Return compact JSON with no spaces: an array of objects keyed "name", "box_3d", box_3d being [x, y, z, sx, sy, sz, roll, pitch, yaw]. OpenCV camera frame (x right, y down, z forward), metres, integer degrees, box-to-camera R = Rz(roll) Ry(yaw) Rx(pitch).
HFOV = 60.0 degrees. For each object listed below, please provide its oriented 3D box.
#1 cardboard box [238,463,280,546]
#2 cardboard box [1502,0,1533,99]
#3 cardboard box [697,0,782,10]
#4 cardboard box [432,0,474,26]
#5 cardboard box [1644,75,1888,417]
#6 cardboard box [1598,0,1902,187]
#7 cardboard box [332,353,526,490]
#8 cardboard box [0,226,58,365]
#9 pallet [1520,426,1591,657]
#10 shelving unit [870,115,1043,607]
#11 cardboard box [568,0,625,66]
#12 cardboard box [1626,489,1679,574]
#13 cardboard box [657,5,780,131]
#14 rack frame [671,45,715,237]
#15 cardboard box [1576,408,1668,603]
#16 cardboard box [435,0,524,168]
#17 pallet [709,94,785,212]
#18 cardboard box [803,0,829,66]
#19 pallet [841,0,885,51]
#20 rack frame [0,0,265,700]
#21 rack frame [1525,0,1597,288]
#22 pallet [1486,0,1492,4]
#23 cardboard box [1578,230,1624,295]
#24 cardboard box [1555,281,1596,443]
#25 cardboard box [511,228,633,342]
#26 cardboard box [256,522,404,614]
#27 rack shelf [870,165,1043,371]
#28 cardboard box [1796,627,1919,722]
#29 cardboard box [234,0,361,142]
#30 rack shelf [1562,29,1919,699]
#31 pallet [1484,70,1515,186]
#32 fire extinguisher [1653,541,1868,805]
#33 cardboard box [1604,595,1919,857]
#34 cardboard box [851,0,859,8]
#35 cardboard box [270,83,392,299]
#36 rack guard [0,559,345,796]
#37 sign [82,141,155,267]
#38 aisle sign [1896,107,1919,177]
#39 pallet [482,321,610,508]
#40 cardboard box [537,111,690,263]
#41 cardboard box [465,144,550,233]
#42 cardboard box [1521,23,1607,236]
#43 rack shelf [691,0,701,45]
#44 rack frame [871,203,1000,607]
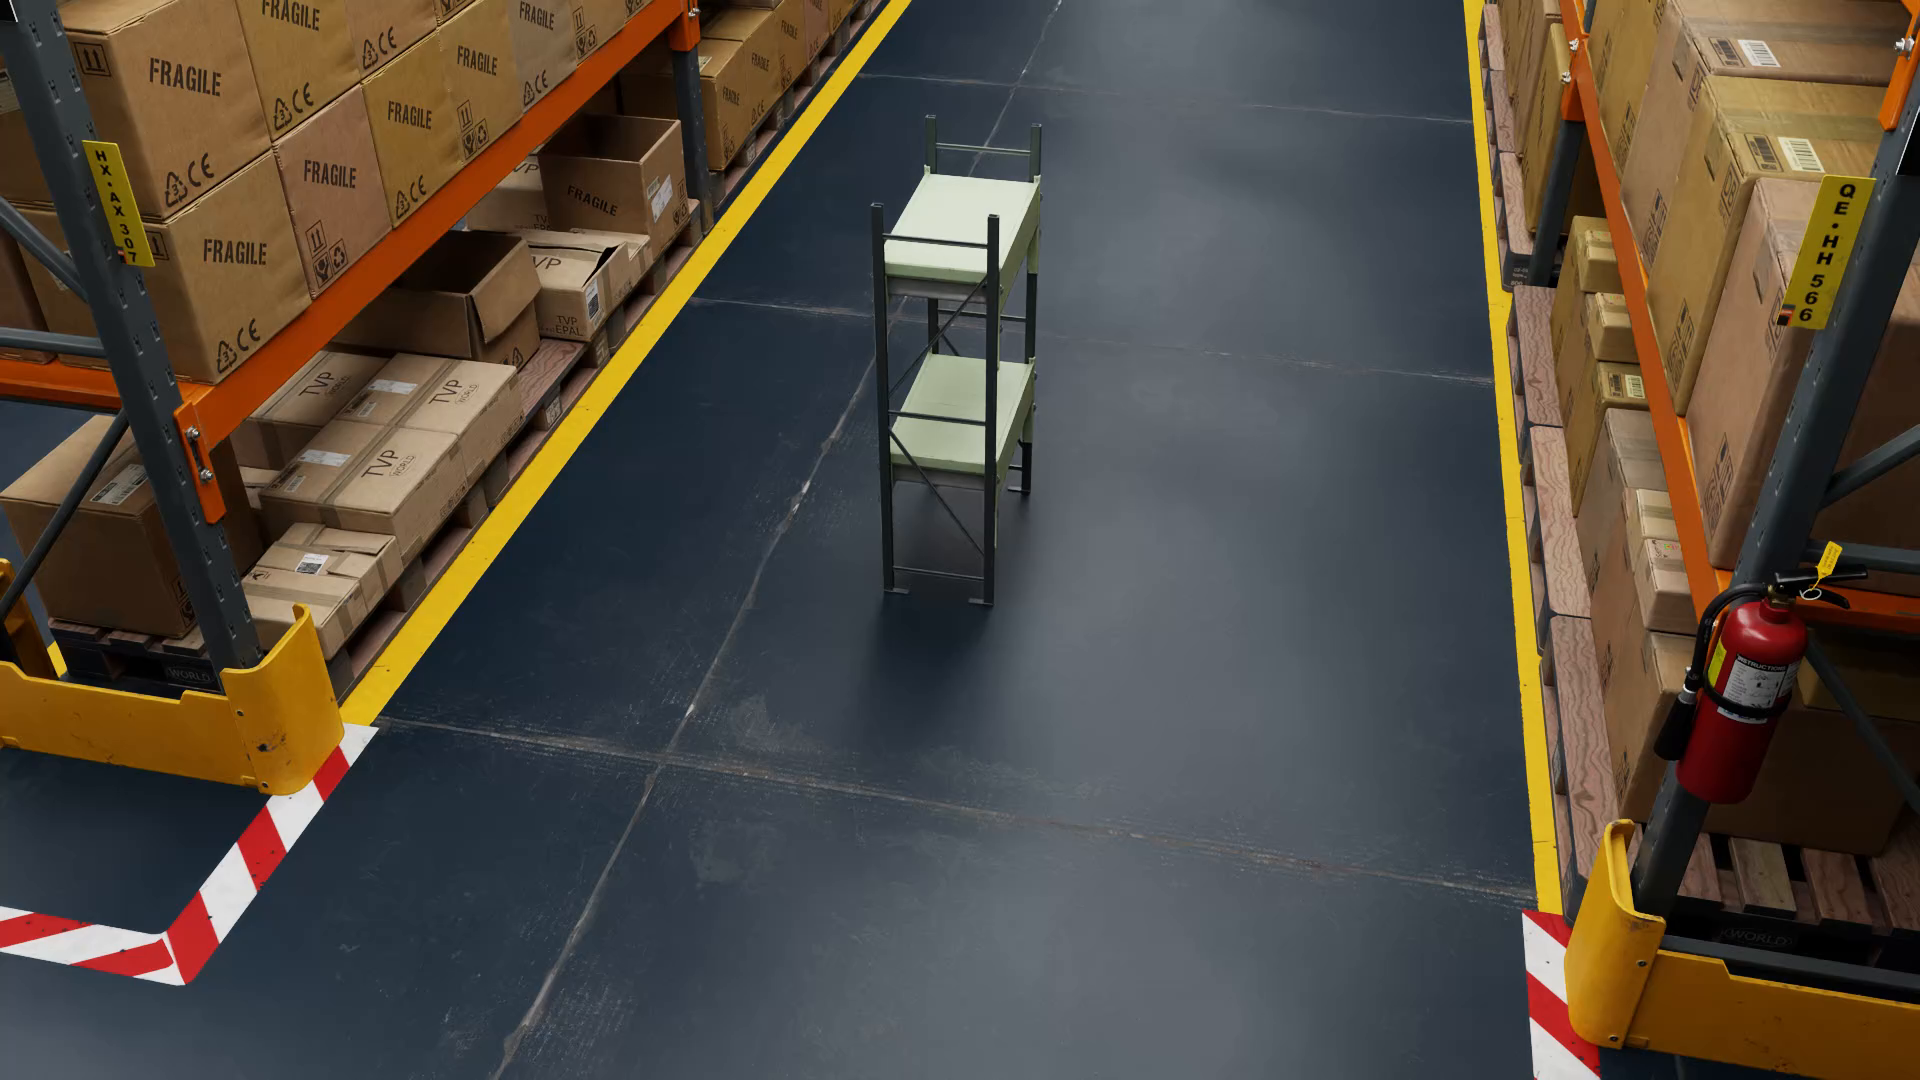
[{"name":"cardboard box","box_3d":[-2.553,-0.136,5.922,0.380,0.166,0.250,7,37,10]},{"name":"cardboard box","box_3d":[3.468,-2.903,9.173,0.750,0.750,0.750,7,37,10]},{"name":"cardboard box","box_3d":[-1.193,-3.125,9.122,0.500,0.250,0.500,7,37,10]},{"name":"cardboard box","box_3d":[-1.927,-2.087,5.636,0.500,0.500,0.500,7,37,10]},{"name":"cardboard box","box_3d":[2.481,-0.757,4.483,0.980,0.700,0.700,7,37,10]},{"name":"cardboard box","box_3d":[2.799,-1.611,5.661,0.980,0.700,0.700,6,36,9]},{"name":"cardboard box","box_3d":[-1.996,-0.456,6.292,0.500,0.250,0.500,7,37,10]},{"name":"cardboard box","box_3d":[-2.773,-0.873,4.814,0.500,0.500,0.500,8,37,11]},{"name":"pallet","box_3d":[2.594,0.040,6.014,1.003,0.211,1.213,7,37,10]},{"name":"shelving unit","box_3d":[0.001,-0.611,5.815,0.431,1.500,0.755,7,37,10]},{"name":"cardboard box","box_3d":[-1.713,-2.261,6.729,0.500,0.500,0.500,8,37,11]},{"name":"cardboard box","box_3d":[2.192,-0.001,4.914,0.380,0.149,0.250,8,37,11]},{"name":"cardboard box","box_3d":[-1.304,-2.555,8.975,0.500,0.500,0.500,8,37,11]},{"name":"rack frame","box_3d":[-1.748,-2.835,7.606,1.000,3.000,0.127,7,37,10]},{"name":"cardboard box","box_3d":[2.503,-0.070,5.563,0.700,0.500,0.500,6,36,8]},{"name":"cardboard box","box_3d":[-1.927,-1.674,5.918,0.500,0.500,0.500,8,37,11]},{"name":"pallet","box_3d":[-1.612,-2.177,9.074,1.003,0.211,1.213,7,37,10]},{"name":"cardboard box","box_3d":[-1.081,-3.130,9.768,0.500,0.500,0.500,6,36,8]},{"name":"pallet","box_3d":[-1.090,-3.576,11.004,1.003,0.211,1.213,7,37,10]},{"name":"rack frame","box_3d":[-2.603,-0.542,4.442,1.000,3.000,0.127,7,37,10]},{"name":"rack frame","box_3d":[3.092,-2.216,6.752,1.000,3.000,0.127,7,37,10]},{"name":"pallet","box_3d":[4.114,-3.828,11.352,1.003,0.211,1.213,7,37,10]},{"name":"cardboard box","box_3d":[2.580,-1.048,6.359,0.380,0.149,0.250,8,37,12]},{"name":"cardboard box","box_3d":[2.721,-0.671,6.392,0.700,0.500,0.500,7,37,9]},{"name":"cardboard box","box_3d":[-1.753,-1.132,7.173,0.500,0.311,0.500,7,37,10]},{"name":"cardboard box","box_3d":[-2.124,0.087,5.614,0.380,0.166,0.250,7,37,10]},{"name":"rack shelf","box_3d":[0.001,-0.927,5.586,0.431,0.370,0.720,7,37,10]},{"name":"cardboard box","box_3d":[2.458,0.339,4.445,0.380,0.149,0.250,8,37,10]},{"name":"cardboard box","box_3d":[-2.146,-1.509,4.839,0.500,0.500,0.500,8,37,10]},{"name":"rack shelf","box_3d":[2.665,-0.778,5.381,1.077,0.370,4.000,7,37,10]},{"name":"pallet","box_3d":[3.441,-2.241,9.162,1.003,0.211,1.213,7,37,10]},{"name":"fire extinguisher","box_3d":[1.754,0.288,3.681,0.296,0.674,0.183,7,37,10]},{"name":"cardboard box","box_3d":[2.289,0.505,4.769,0.700,0.500,0.500,7,37,10]},{"name":"cardboard box","box_3d":[-0.864,-3.729,10.594,0.500,0.500,0.500,9,37,12]},{"name":"cardboard box","box_3d":[-2.145,-1.100,5.127,0.500,0.500,0.500,7,37,10]},{"name":"rack guard","box_3d":[-2.587,0.427,5.235,1.175,0.500,0.348,7,37,10]},{"name":"sign","box_3d":[-2.073,-0.825,4.094,0.100,0.325,0.005,7,37,10]},{"name":"aisle sign","box_3d":[1.929,-0.972,2.820,0.394,0.787,0.004,7,37,10]},{"name":"pallet","box_3d":[-2.154,-0.611,6.913,1.003,0.211,1.213,7,37,10]},{"name":"cardboard box","box_3d":[-1.593,-1.639,7.710,0.500,0.500,0.500,7,37,10]},{"name":"cardboard box","box_3d":[-2.049,-1.711,7.971,0.500,0.311,0.500,7,37,10]},{"name":"cardboard box","box_3d":[3.104,-1.905,7.796,0.750,0.750,0.750,8,37,11]},{"name":"rack shelf","box_3d":[-1.321,-3.690,9.399,1.077,0.370,4.000,7,37,10]},{"name":"rack frame","box_3d":[-0.077,-0.401,5.526,0.400,1.500,0.023,7,37,10]}]
